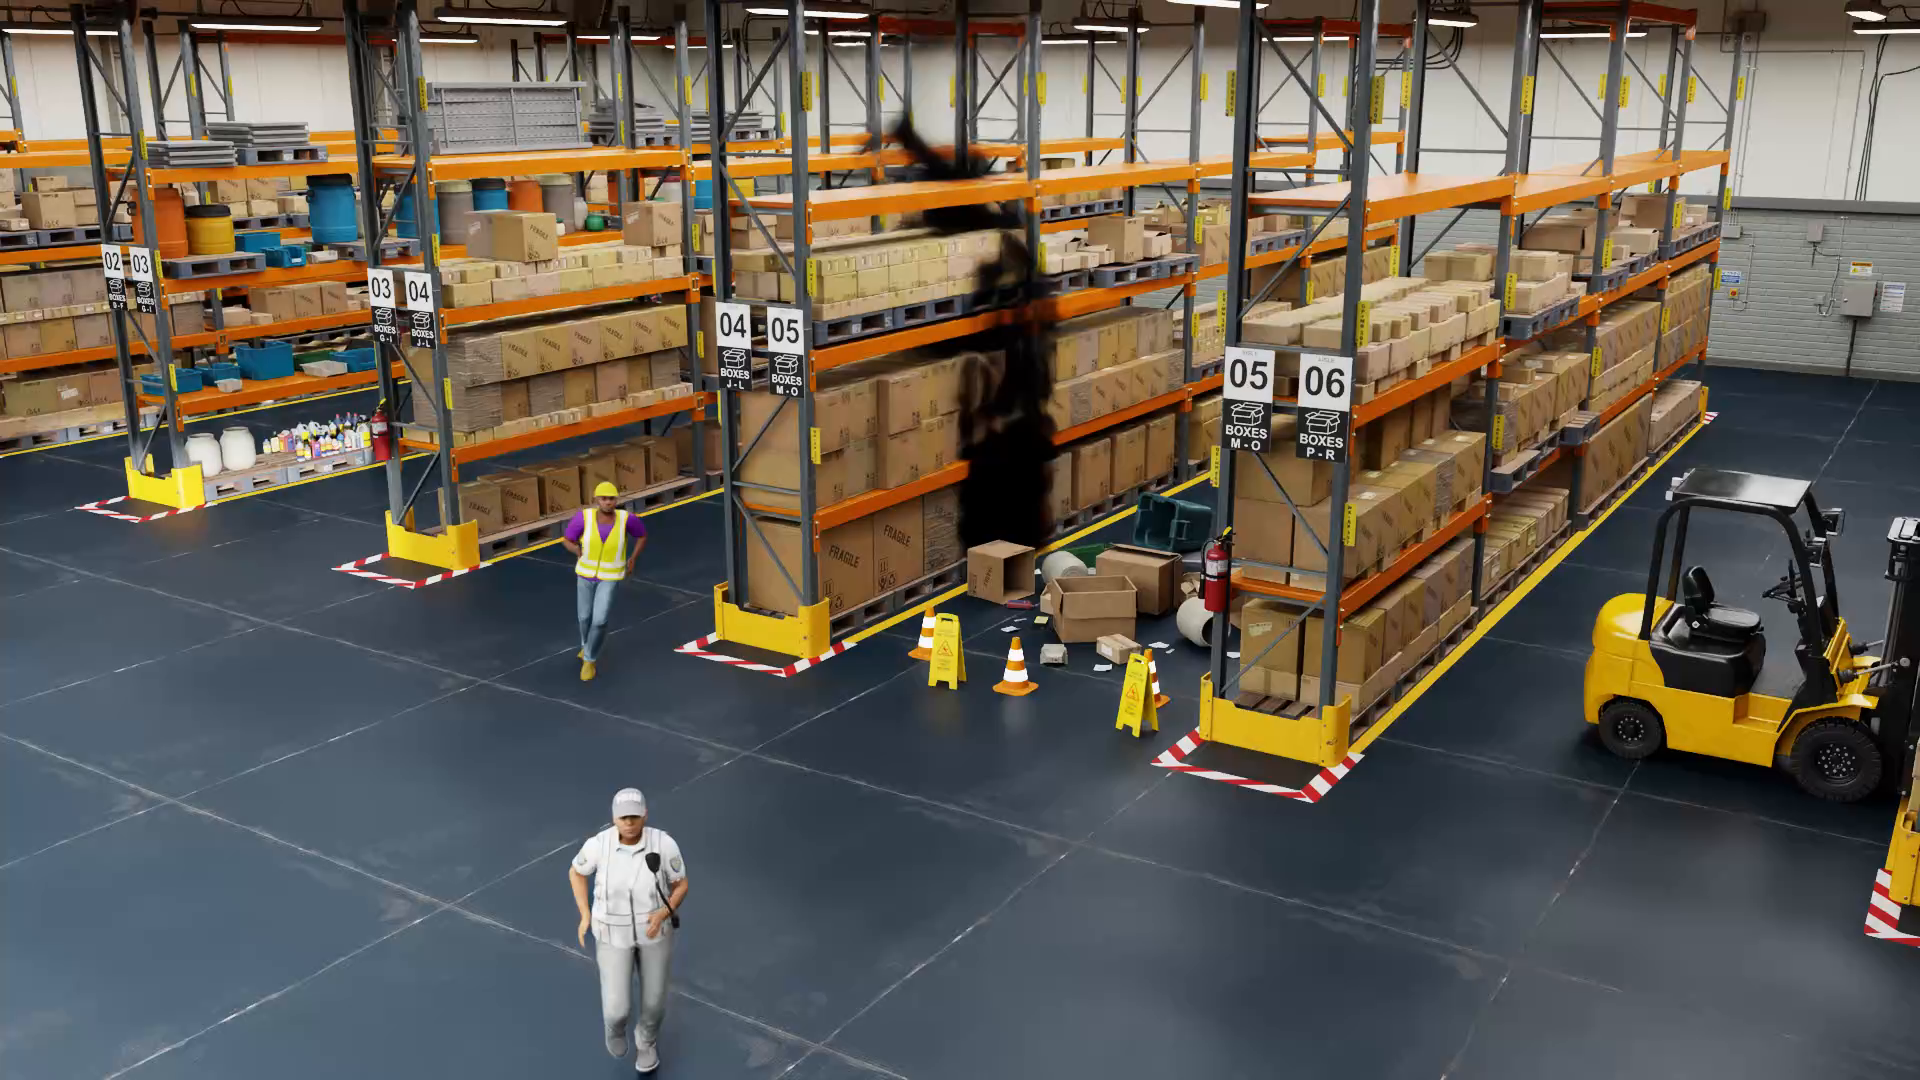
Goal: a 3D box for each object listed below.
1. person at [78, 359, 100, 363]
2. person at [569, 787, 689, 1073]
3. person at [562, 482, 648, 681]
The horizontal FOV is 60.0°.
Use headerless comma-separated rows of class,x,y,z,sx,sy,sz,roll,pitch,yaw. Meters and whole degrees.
person,-14.095,-3.086,27.002,0.668,1.662,0.573,6,17,22
person,-1.707,2.080,8.692,0.606,1.620,0.559,-4,16,-14
person,-3.161,0.345,14.783,0.703,1.786,0.711,0,16,1
